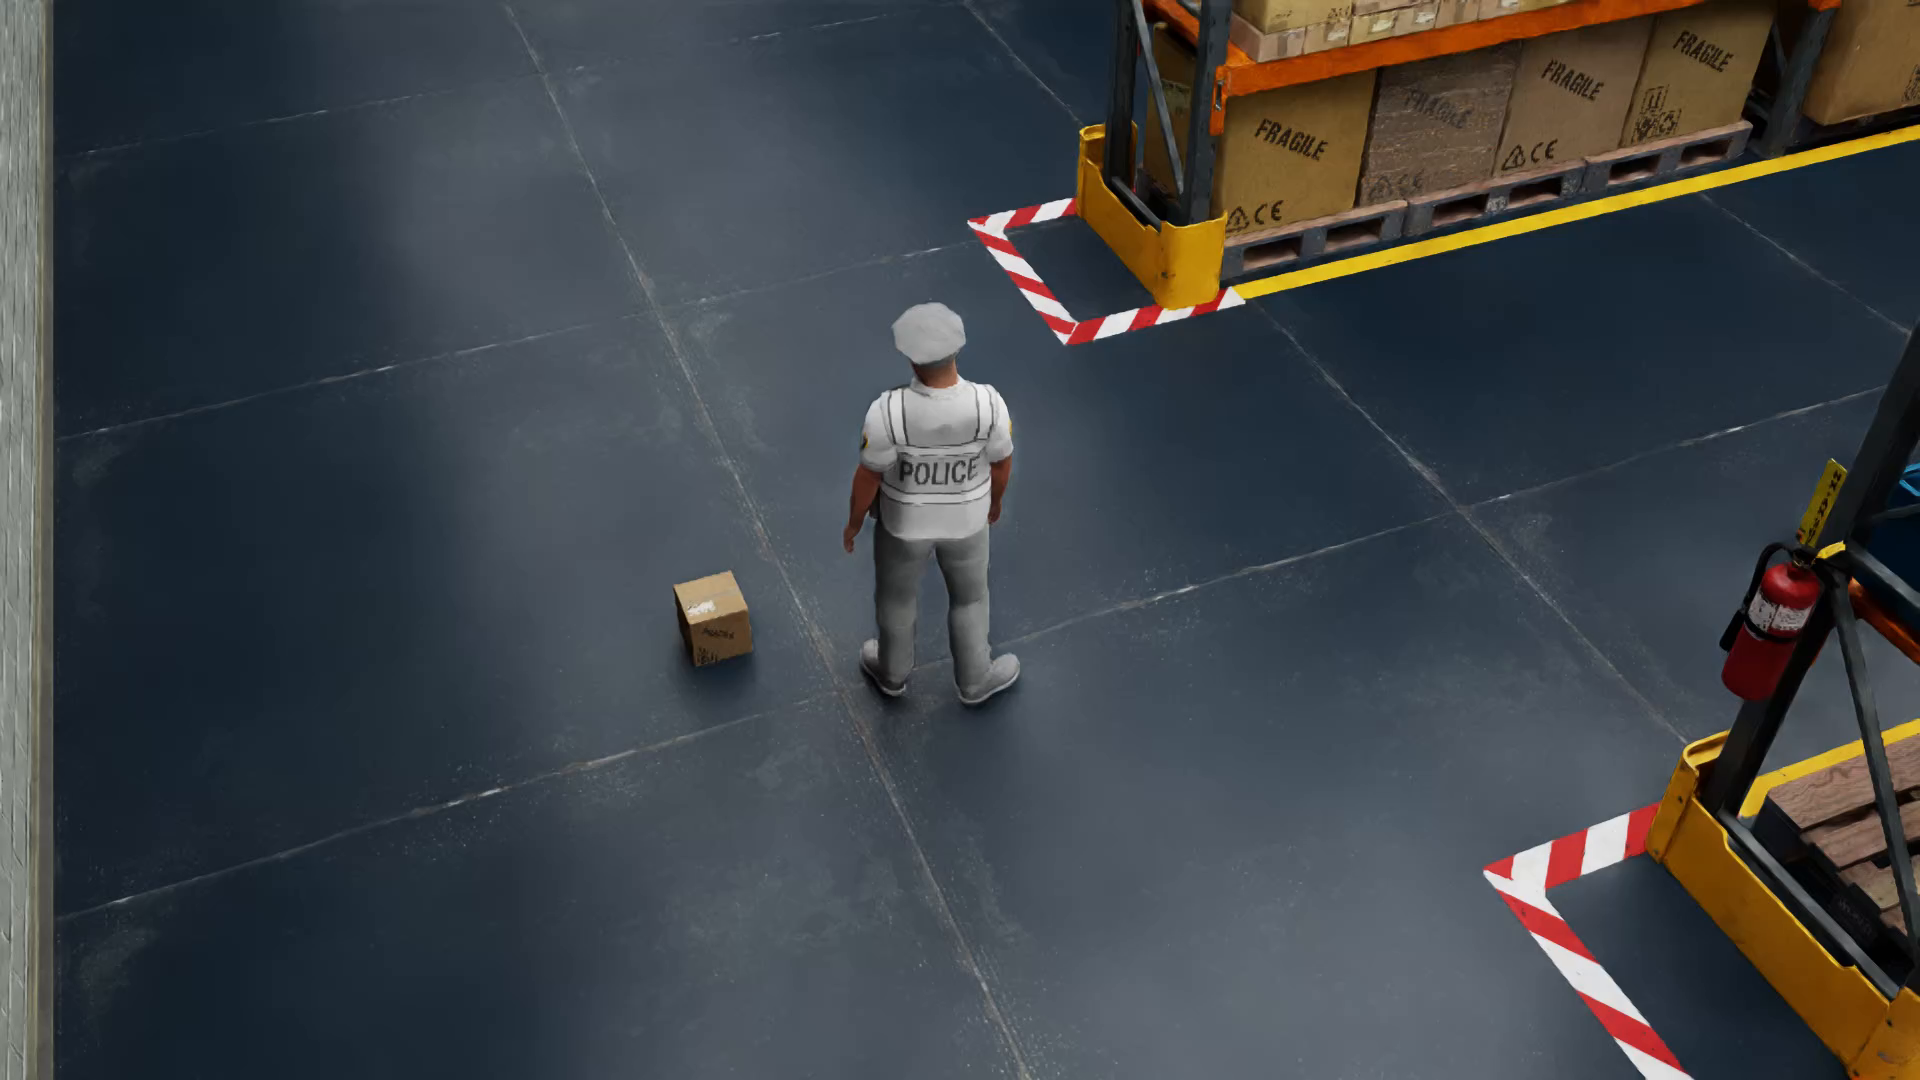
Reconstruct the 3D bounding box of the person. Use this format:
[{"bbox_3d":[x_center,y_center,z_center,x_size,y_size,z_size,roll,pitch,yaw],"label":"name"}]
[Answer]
[{"bbox_3d":[-0.096,-0.102,6.228,0.690,1.770,0.398,-4,42,-4],"label":"person"}]
